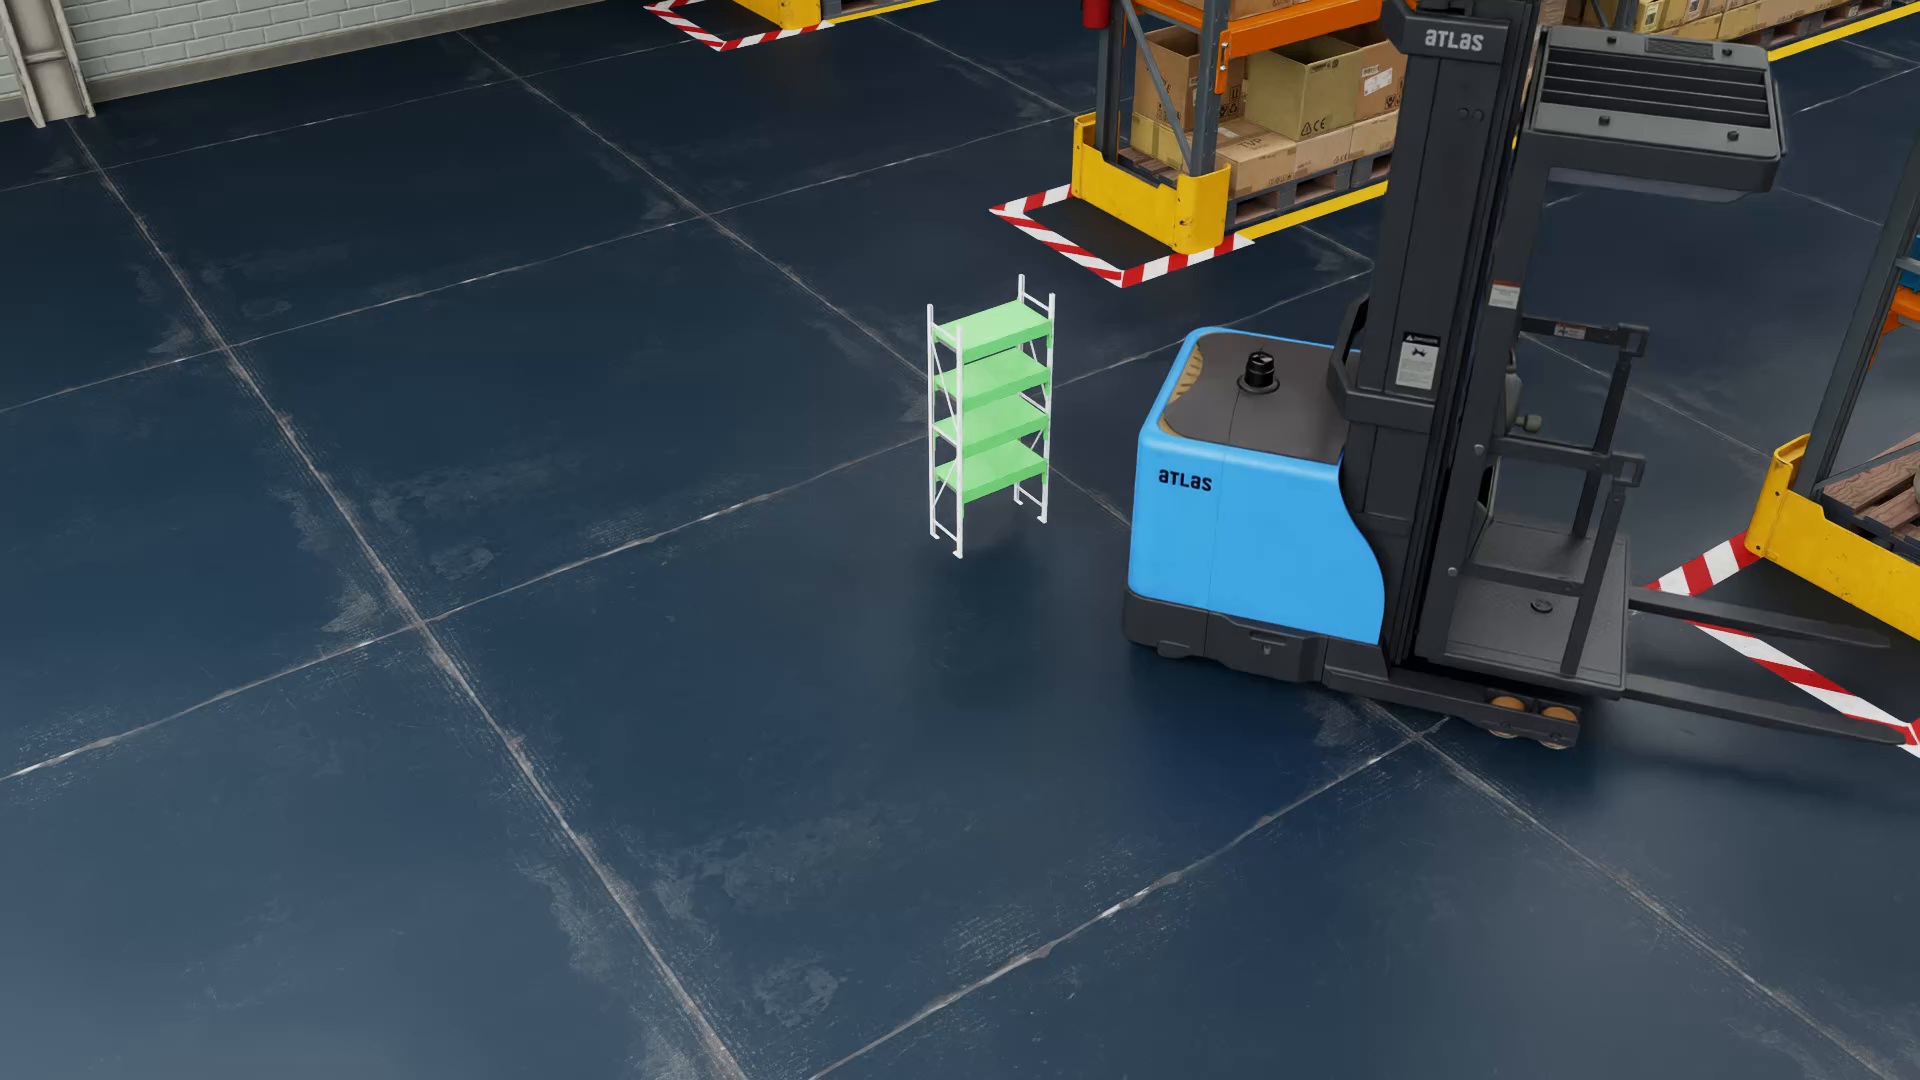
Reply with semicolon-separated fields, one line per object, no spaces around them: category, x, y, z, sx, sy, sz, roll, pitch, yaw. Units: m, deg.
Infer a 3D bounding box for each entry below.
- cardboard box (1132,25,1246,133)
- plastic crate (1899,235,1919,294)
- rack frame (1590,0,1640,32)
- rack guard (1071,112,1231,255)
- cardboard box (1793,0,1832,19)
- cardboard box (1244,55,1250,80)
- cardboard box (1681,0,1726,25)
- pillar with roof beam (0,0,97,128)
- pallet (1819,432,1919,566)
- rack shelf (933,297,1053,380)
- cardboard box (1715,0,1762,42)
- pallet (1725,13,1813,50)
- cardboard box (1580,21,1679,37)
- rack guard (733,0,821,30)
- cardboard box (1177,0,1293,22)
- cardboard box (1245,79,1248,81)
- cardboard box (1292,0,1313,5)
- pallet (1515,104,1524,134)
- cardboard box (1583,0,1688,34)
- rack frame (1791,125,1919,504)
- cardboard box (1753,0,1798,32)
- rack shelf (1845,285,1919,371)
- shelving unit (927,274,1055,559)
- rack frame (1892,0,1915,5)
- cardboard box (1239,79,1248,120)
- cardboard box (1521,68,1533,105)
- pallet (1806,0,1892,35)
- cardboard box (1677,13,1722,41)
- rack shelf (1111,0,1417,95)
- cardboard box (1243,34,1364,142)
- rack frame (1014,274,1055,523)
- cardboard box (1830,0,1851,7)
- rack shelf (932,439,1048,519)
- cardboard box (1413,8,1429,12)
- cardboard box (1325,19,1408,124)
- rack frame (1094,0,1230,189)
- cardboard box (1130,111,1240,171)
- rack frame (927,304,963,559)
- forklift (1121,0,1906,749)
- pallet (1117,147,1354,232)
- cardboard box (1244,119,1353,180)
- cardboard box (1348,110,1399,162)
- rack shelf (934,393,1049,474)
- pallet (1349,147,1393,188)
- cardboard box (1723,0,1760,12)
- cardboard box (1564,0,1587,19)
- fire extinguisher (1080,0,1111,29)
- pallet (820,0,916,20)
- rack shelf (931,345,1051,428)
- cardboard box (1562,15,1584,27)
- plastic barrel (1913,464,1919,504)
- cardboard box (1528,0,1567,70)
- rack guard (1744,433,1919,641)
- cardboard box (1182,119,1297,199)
cardboard box;1.469;-2.974;10.669;0.500;0.500;0.500;-22;41;-28
plastic crate;4.289;-1.178;6.947;0.616;0.251;0.499;-22;41;-28
rack frame;4.472;-4.638;11.630;0.127;3.000;1.000;-22;41;-28
rack guard;1.182;-2.270;10.478;0.348;0.500;1.175;-22;41;-28
cardboard box;6.620;-4.402;13.296;0.500;0.250;0.500;-21;41;-27
cardboard box;2.278;-3.317;11.146;0.500;0.500;0.500;-22;41;-28
cardboard box;5.365;-4.106;12.405;0.500;0.311;0.500;-23;42;-28
pillar with roof beam;-4.005;-4.667;6.532;0.400;9.000;9.100;-22;41;-28
pallet;4.755;-0.114;7.728;1.213;0.211;1.003;-22;41;-28
rack shelf;0.135;-0.881;7.234;0.480;0.148;0.258;-22;41;-28
cardboard box;5.784;-4.057;12.817;0.500;0.250;0.500;-24;42;-29
pallet;6.049;-4.185;13.389;1.213;0.211;1.003;-22;41;-28
cardboard box;4.944;-3.710;12.334;0.500;0.250;0.500;-23;42;-29
rack guard;-1.593;-4.666;13.810;0.348;0.500;1.175;-22;41;-28
cardboard box;1.591;-3.484;9.940;0.500;0.500;0.700;-22;41;-28
cardboard box;2.280;-3.011;11.363;0.500;0.250;0.500;-22;41;-28
cardboard box;2.017;-3.663;10.189;0.500;0.500;0.700;-21;41;-27
pallet;3.797;-3.259;12.100;1.213;0.211;1.003;-22;41;-28
cardboard box;4.953;-3.940;12.174;0.500;0.311;0.500;-22;41;-28
rack frame;4.052;-0.927;6.471;0.127;3.000;1.000;-22;41;-28
cardboard box;6.201;-4.227;13.054;0.500;0.250;0.500;-22;41;-27
rack shelf;5.687;-1.308;7.616;4.000;0.370;1.077;-22;41;-28
shelving unit;0.135;-0.543;7.477;0.503;1.200;0.258;-22;41;-28
rack frame;7.741;-5.984;13.501;0.127;3.000;1.000;-22;41;-28
cardboard box;1.872;-2.842;11.128;0.500;0.250;0.500;-22;41;-28
cardboard box;3.804;-3.269;11.721;0.500;0.250;0.500;-22;41;-28
pallet;7.046;-4.593;13.956;1.213;0.211;1.003;-22;41;-28
cardboard box;5.363;-3.881;12.573;0.500;0.250;0.500;-21;41;-27
rack shelf;2.837;-3.673;10.905;4.000;0.370;1.077;-22;41;-28
cardboard box;2.176;-2.895;10.559;0.500;0.500;0.500;-22;41;-28
rack frame;0.335;-0.625;7.591;0.015;1.200;0.240;-22;41;-28
cardboard box;7.032;-4.569;13.530;0.500;0.250;0.500;-23;42;-28
rack shelf;0.135;-0.296;7.655;0.480;0.148;0.258;-22;41;-28
cardboard box;2.996;-3.229;11.023;0.500;0.500;0.500;-22;41;-28
cardboard box;2.577;-3.069;10.801;0.500;0.500;0.500;-22;41;-28
rack frame;1.202;-3.293;9.759;0.127;3.000;1.000;-22;41;-28
cardboard box;1.470;-2.668;10.886;0.500;0.250;0.500;-22;41;-28
rack frame;-0.064;-0.461;7.363;0.015;1.200;0.240;-22;41;-28
forklift;2.262;-0.712;6.230;3.031;2.935;1.130;12;37;16
pallet;1.803;-2.438;10.959;1.213;0.211;1.003;-22;41;-28
cardboard box;2.175;-2.591;10.779;0.500;0.250;0.500;-22;41;-28
cardboard box;2.584;-2.759;11.013;0.500;0.250;0.500;-22;41;-28
rack shelf;0.135;-0.491;7.514;0.480;0.148;0.258;-22;41;-28
pallet;2.799;-2.846;11.526;1.213;0.211;1.003;-22;41;-28
cardboard box;5.787;-4.281;12.648;0.500;0.311;0.500;-24;42;-29
cardboard box;4.638;-4.193;12.526;0.500;0.311;0.500;-22;41;-28
fire extinguisher;0.838;-3.443;10.035;0.183;0.674;0.296;-22;41;-28
pallet;-0.908;-4.806;14.251;1.213;0.211;1.003;-22;41;-28
rack shelf;0.135;-0.686;7.374;0.480;0.148;0.258;-22;41;-28
cardboard box;4.644;-3.970;12.697;0.500;0.250;0.500;-23;42;-28
plastic barrel;4.546;-0.346;7.433;0.421;0.512;0.421;0;36;0
cardboard box;3.803;-3.574;11.503;0.500;0.500;0.500;-22;41;-28
rack guard;4.087;0.039;7.267;0.348;0.500;1.175;-22;41;-28
cardboard box;1.769;-2.421;10.543;0.500;0.250;0.500;-22;41;-28
